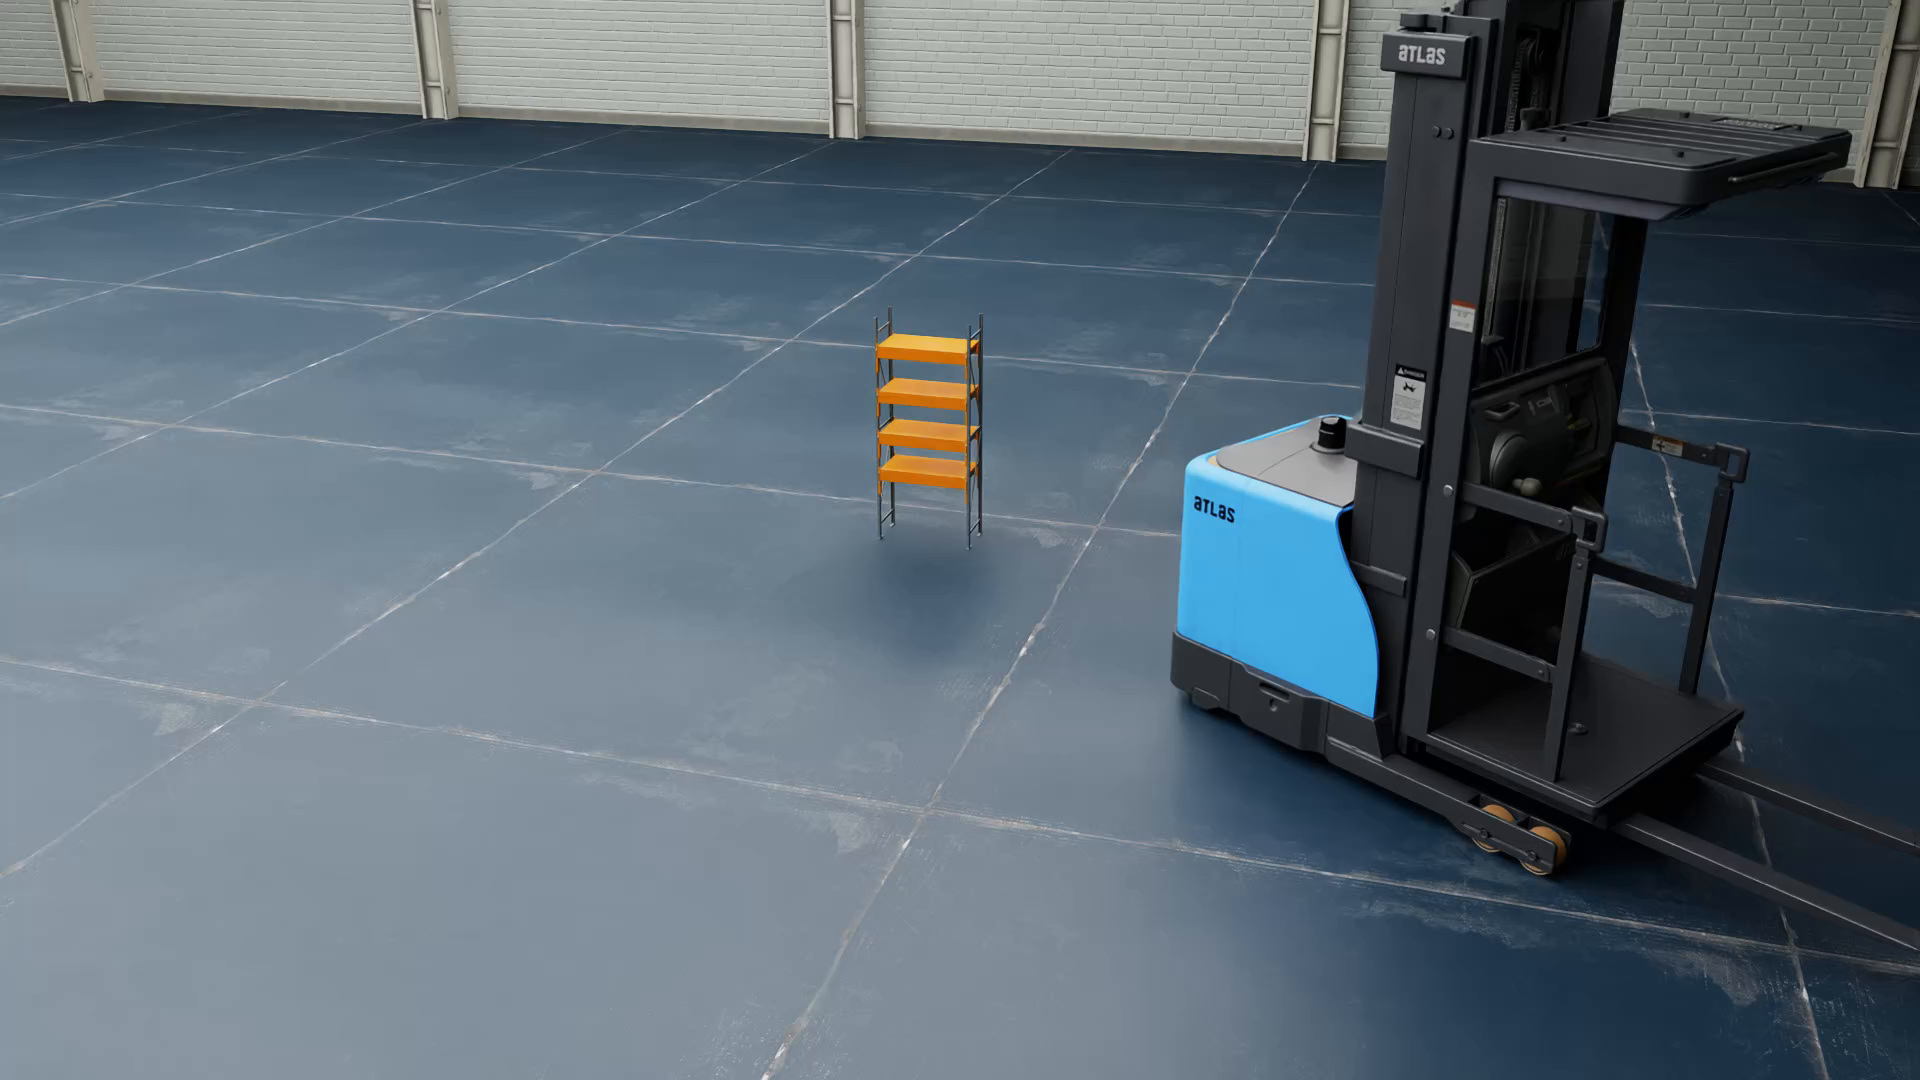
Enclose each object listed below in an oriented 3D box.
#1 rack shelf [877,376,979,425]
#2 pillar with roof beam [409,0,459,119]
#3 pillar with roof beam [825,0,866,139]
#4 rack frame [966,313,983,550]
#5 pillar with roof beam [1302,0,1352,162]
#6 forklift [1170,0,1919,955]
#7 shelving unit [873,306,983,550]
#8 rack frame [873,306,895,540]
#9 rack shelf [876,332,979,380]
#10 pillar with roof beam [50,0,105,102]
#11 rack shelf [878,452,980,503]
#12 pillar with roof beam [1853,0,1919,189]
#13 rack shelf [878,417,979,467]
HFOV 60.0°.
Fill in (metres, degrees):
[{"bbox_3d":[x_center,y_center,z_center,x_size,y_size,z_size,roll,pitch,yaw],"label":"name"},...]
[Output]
[{"bbox_3d":[-0.158,-0.718,8.527,0.480,0.148,0.258,7,23,16],"label":"rack shelf"},{"bbox_3d":[-8.433,-8.461,17.539,0.400,9.000,9.100,7,23,16],"label":"pillar with roof beam"},{"bbox_3d":[-2.689,-7.803,15.936,0.400,9.000,9.100,7,23,16],"label":"pillar with roof beam"},{"bbox_3d":[0.075,-0.547,8.521,0.015,1.200,0.240,7,23,16],"label":"rack frame"},{"bbox_3d":[3.055,-7.146,14.332,0.400,9.000,9.100,7,23,16],"label":"pillar with roof beam"},{"bbox_3d":[2.248,-0.389,5.857,1.130,2.935,3.031,-18,29,-38],"label":"forklift"},{"bbox_3d":[-0.158,-0.573,8.587,0.503,1.200,0.258,7,23,16],"label":"shelving unit"},{"bbox_3d":[-0.392,-0.600,8.652,0.015,1.200,0.240,7,23,16],"label":"rack frame"},{"bbox_3d":[-0.158,-0.937,8.437,0.480,0.148,0.258,7,23,16],"label":"rack shelf"},{"bbox_3d":[-14.177,-9.119,19.143,0.400,9.000,9.100,7,23,16],"label":"pillar with roof beam"},{"bbox_3d":[-0.158,-0.327,8.687,0.480,0.148,0.258,7,23,16],"label":"rack shelf"},{"bbox_3d":[8.799,-6.488,12.729,0.400,9.000,9.100,7,23,16],"label":"pillar with roof beam"},{"bbox_3d":[-0.158,-0.511,8.612,0.480,0.148,0.258,7,23,16],"label":"rack shelf"}]
